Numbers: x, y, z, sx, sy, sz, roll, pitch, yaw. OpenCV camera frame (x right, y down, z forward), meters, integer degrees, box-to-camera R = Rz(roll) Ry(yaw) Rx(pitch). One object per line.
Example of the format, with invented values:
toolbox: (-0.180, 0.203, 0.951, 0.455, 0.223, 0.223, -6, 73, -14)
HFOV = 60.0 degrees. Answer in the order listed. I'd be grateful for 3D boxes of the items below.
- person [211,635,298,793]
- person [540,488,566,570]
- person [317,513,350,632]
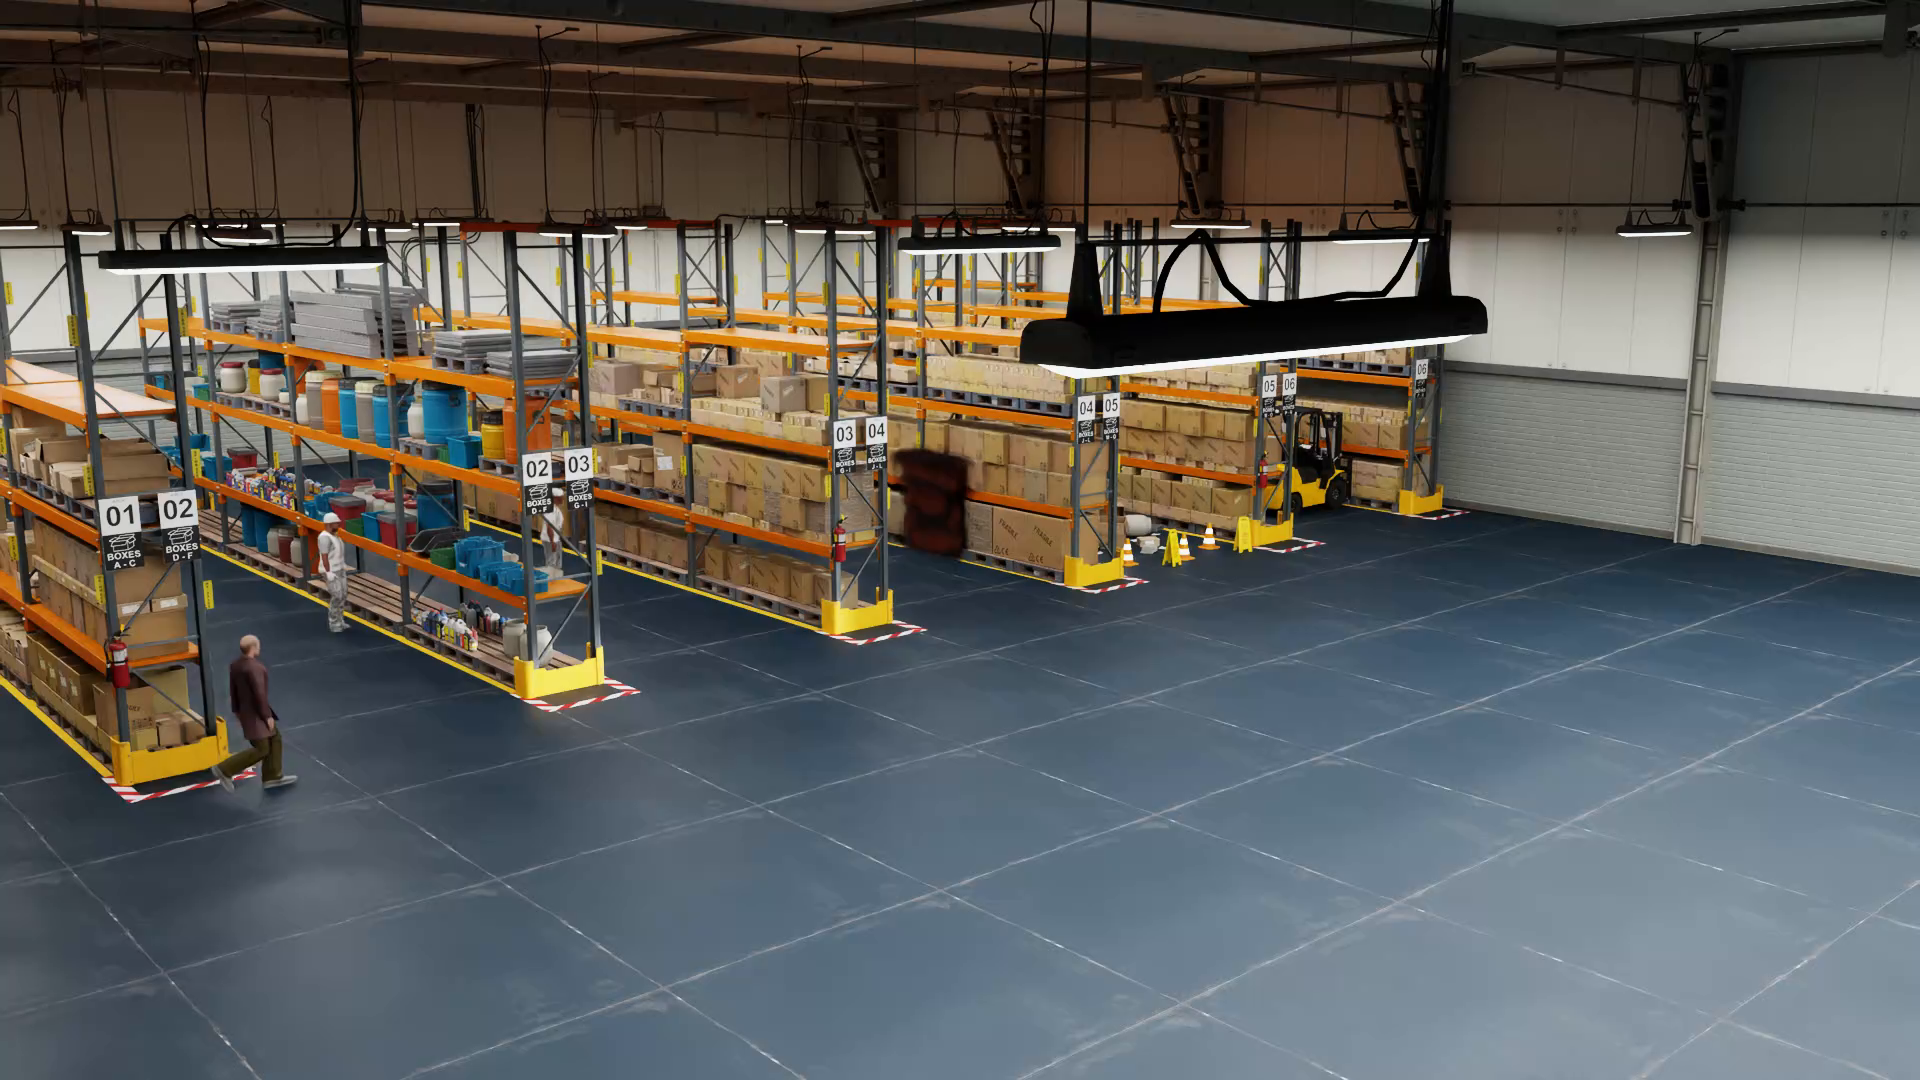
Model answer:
person: (-7.715, 1.890, 18.058, 0.865, 1.740, 0.577, -5, 13, -25)
person: (-6.686, 0.008, 27.388, 0.432, 1.780, 0.614, 1, 11, 4)
person: (-9.441, 0.499, 25.102, 0.447, 1.839, 0.563, 3, 12, 13)
